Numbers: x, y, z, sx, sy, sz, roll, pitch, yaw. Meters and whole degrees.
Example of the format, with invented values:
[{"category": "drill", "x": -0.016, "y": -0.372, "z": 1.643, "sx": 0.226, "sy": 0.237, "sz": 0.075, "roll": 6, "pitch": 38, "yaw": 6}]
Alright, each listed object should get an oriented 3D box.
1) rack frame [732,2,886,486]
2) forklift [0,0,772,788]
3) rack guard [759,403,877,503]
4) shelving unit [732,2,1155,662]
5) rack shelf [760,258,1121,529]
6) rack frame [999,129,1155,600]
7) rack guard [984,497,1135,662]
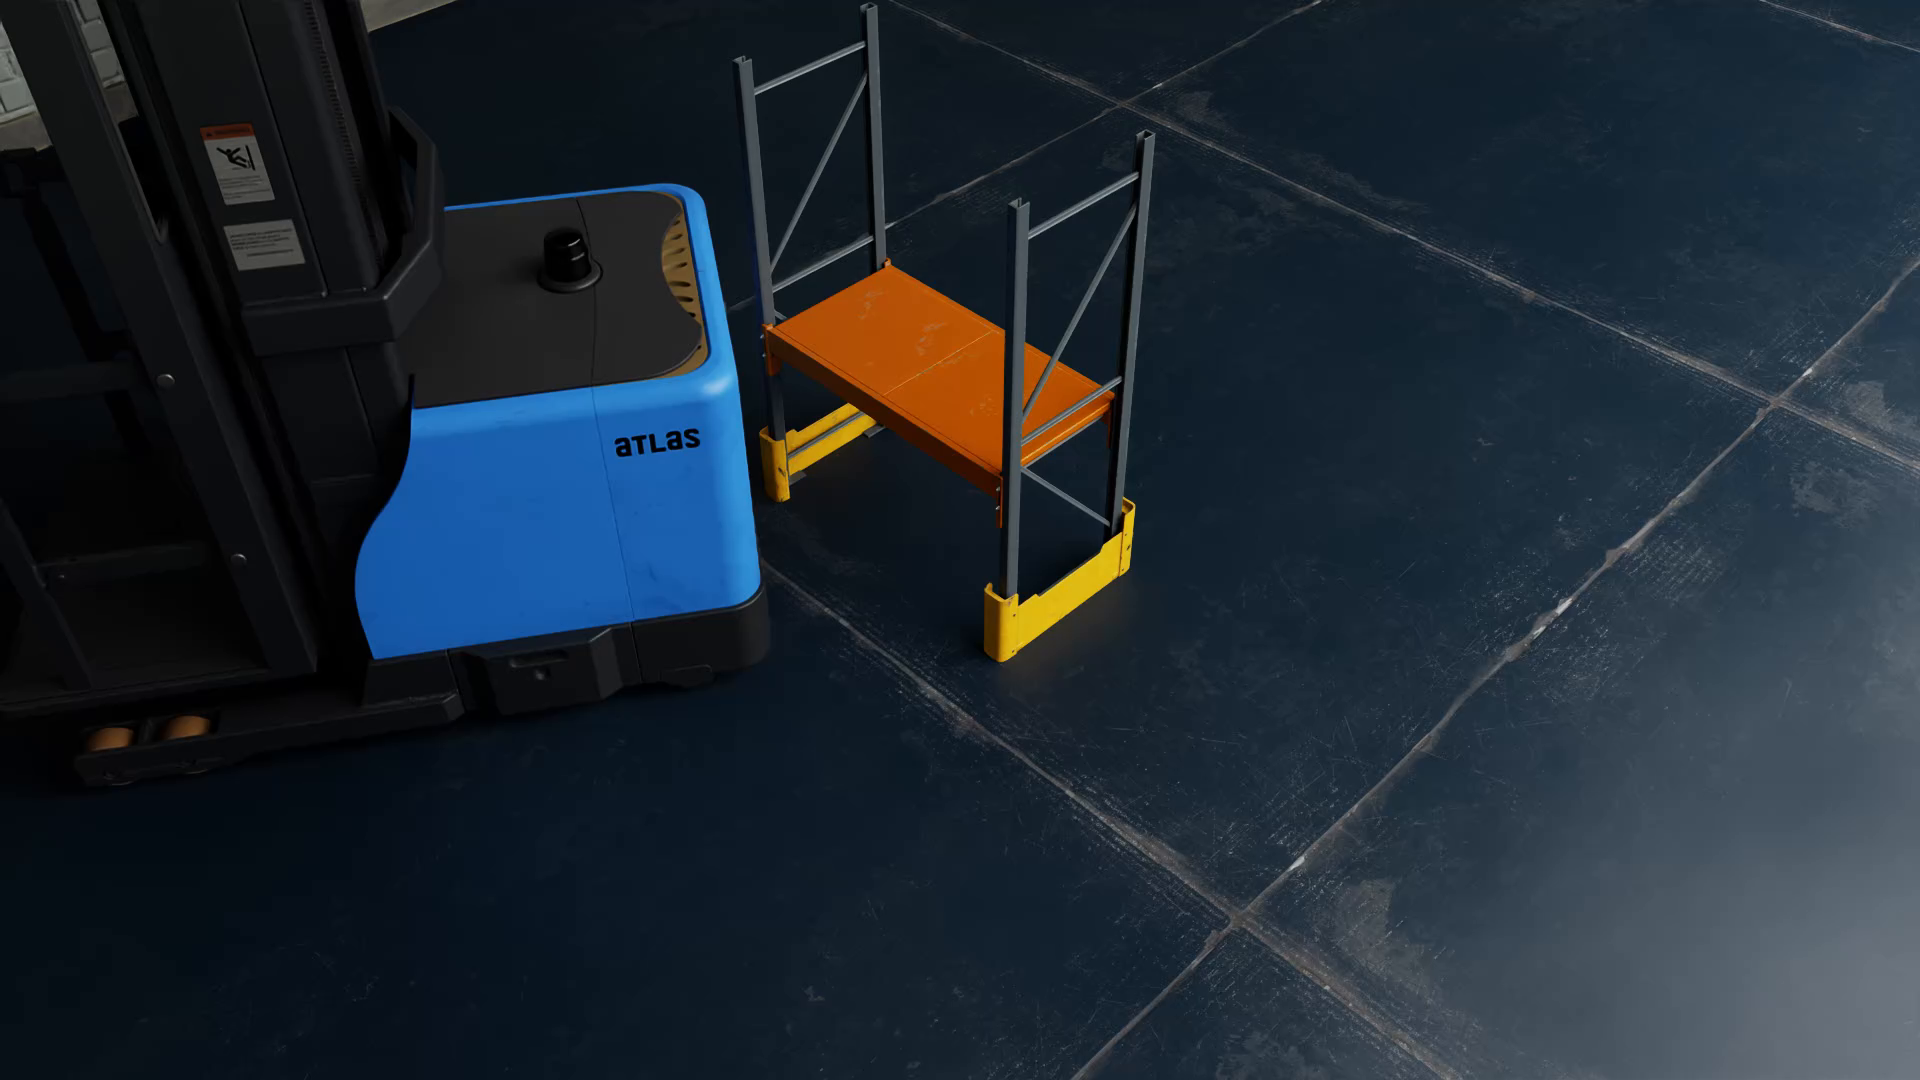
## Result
[{"category": "rack frame", "x": -0.419, "y": -0.836, "z": 5.050, "sx": 0.500, "sy": 1.500, "sz": 0.032, "roll": -34, "pitch": 53, "yaw": -31}, {"category": "forklift", "x": -2.117, "y": -0.802, "z": 3.958, "sx": 3.031, "sy": 2.935, "sz": 1.130, "roll": -8, "pitch": 43, "yaw": -9}, {"category": "rack guard", "x": -0.406, "y": -0.368, "z": 5.464, "sx": 0.587, "sy": 0.250, "sz": 0.087, "roll": -34, "pitch": 53, "yaw": -31}, {"category": "shelving unit", "x": -0.054, "y": -0.587, "z": 4.781, "sx": 0.587, "sy": 1.500, "sz": 1.083, "roll": -34, "pitch": 53, "yaw": -31}, {"category": "rack shelf", "x": -0.060, "y": -0.460, "z": 4.907, "sx": 0.538, "sy": 0.185, "sz": 1.000, "roll": -34, "pitch": 53, "yaw": -31}, {"category": "rack frame", "x": 0.299, "y": -0.348, "z": 4.521, "sx": 0.500, "sy": 1.500, "sz": 0.032, "roll": -34, "pitch": 53, "yaw": -31}, {"category": "rack guard", "x": 0.298, "y": 0.111, "z": 4.946, "sx": 0.587, "sy": 0.250, "sz": 0.087, "roll": -34, "pitch": 53, "yaw": -31}]
